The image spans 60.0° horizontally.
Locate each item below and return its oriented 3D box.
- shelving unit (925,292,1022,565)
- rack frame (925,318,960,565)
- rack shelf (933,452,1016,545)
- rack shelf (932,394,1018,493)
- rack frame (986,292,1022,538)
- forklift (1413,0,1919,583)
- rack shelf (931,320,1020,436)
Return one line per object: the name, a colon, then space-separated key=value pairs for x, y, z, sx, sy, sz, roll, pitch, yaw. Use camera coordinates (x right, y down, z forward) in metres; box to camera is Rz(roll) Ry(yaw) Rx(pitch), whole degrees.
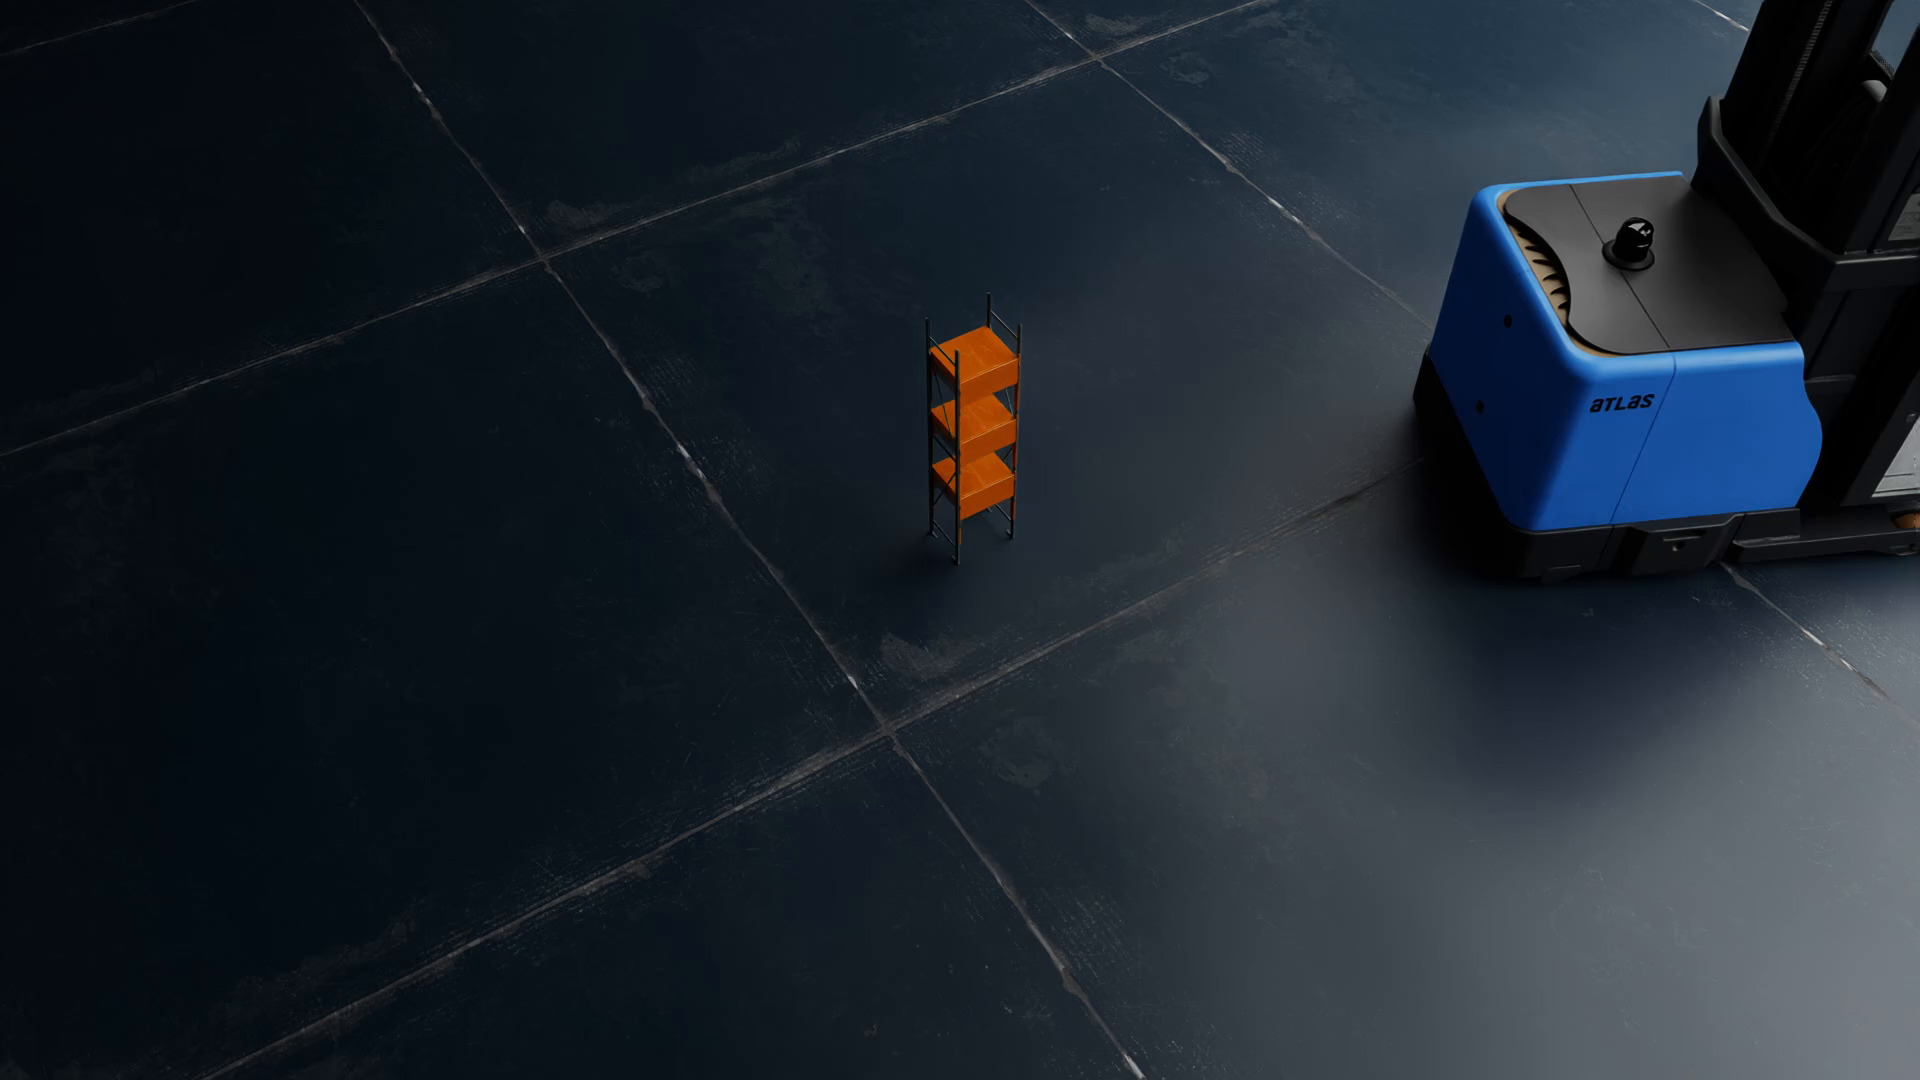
shelving unit: x=0.045 y=-0.370 z=5.877 sx=0.252 sy=1.050 sz=0.215 roll=-25 pitch=53 yaw=-21
rack frame: x=-0.058 y=-0.322 z=5.834 sx=0.008 sy=1.050 sz=0.200 roll=-25 pitch=53 yaw=-21
rack shelf: x=0.045 y=-0.179 z=6.092 sx=0.240 sy=0.259 sz=0.215 roll=-25 pitch=53 yaw=-21
rack shelf: x=0.045 y=-0.363 z=5.885 sx=0.240 sy=0.259 sz=0.215 roll=-25 pitch=53 yaw=-21
rack frame: x=0.148 y=-0.419 z=5.920 sx=0.008 sy=1.050 sz=0.200 roll=-25 pitch=53 yaw=-21
forklift: x=3.368 y=-1.307 z=5.451 sx=3.031 sy=2.935 sz=1.130 roll=-5 pitch=49 yaw=-5
rack shelf: x=0.045 y=-0.552 z=5.673 sx=0.240 sy=0.259 sz=0.215 roll=-25 pitch=53 yaw=-21
